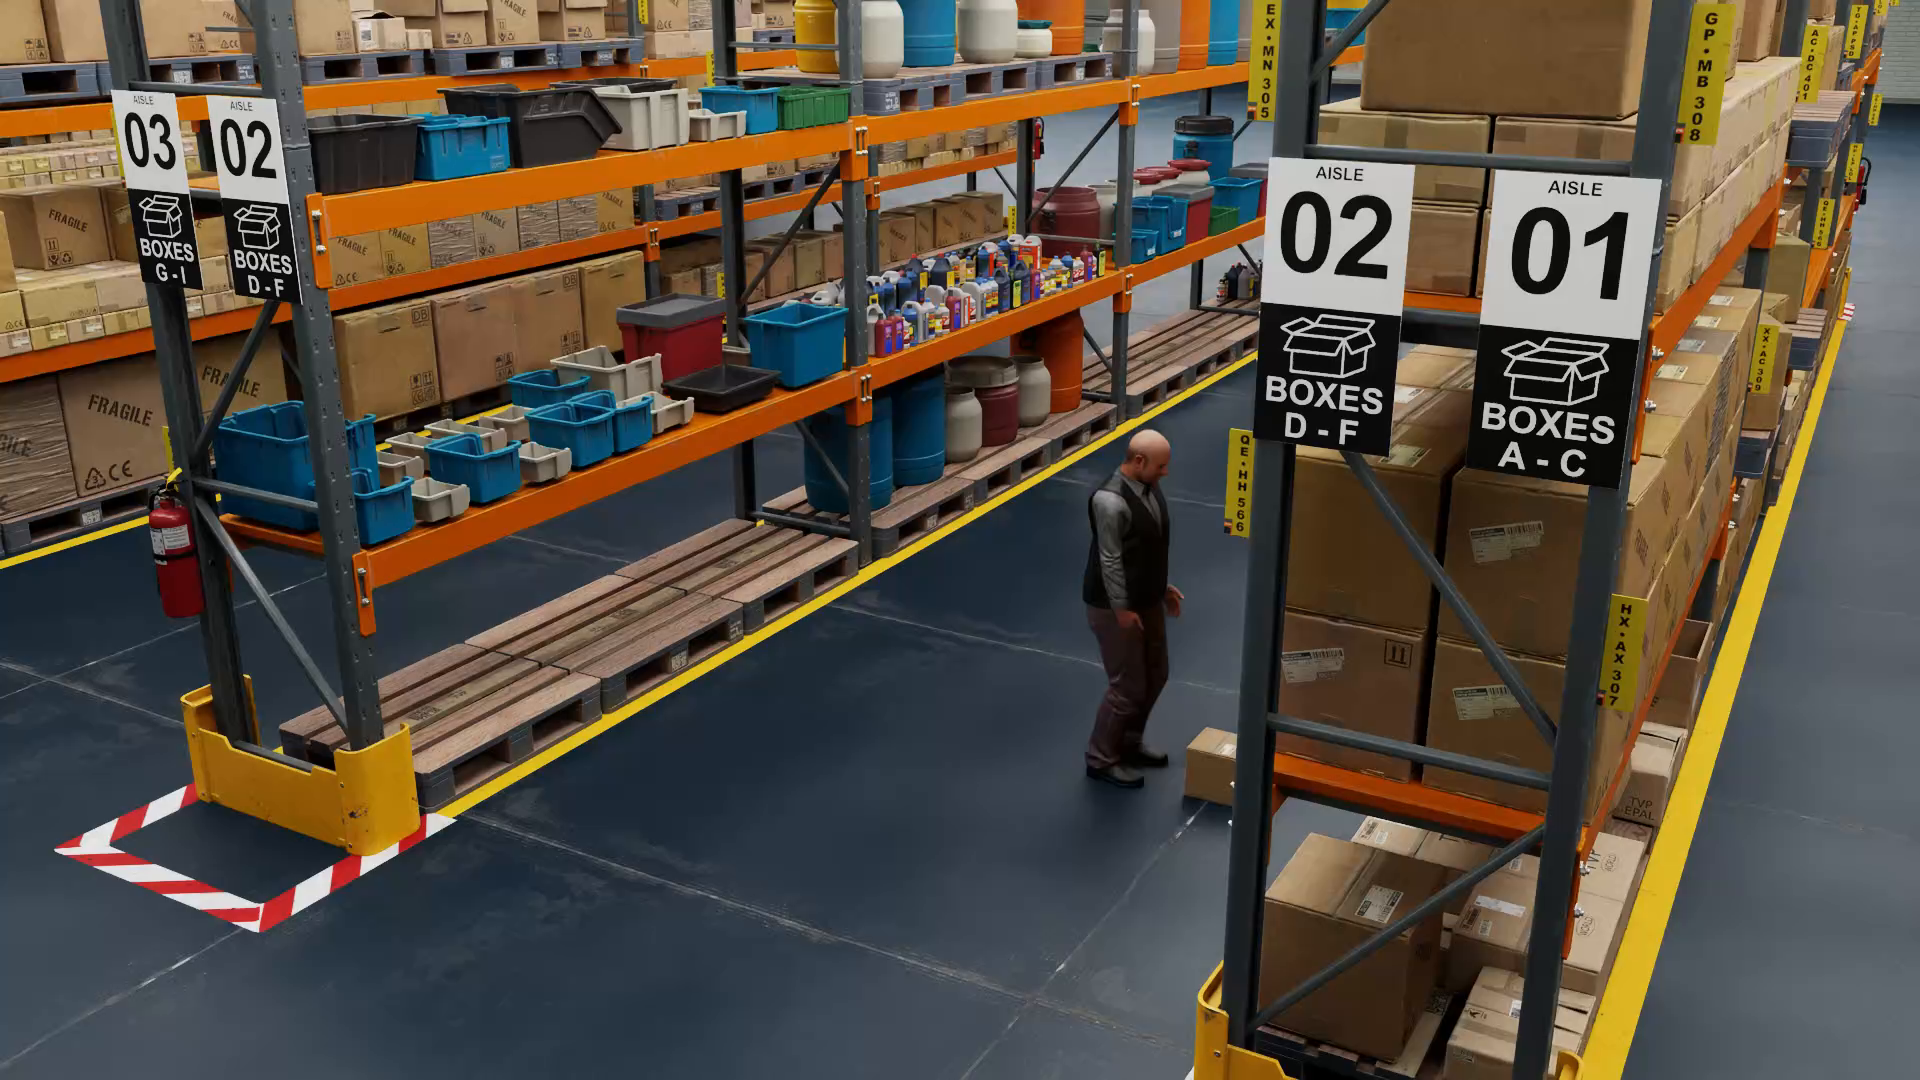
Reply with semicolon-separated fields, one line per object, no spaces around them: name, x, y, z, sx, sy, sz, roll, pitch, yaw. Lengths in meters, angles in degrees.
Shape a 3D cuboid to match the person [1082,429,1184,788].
person;0.799;0.297;7.807;0.378;1.697;0.546;11;22;29
